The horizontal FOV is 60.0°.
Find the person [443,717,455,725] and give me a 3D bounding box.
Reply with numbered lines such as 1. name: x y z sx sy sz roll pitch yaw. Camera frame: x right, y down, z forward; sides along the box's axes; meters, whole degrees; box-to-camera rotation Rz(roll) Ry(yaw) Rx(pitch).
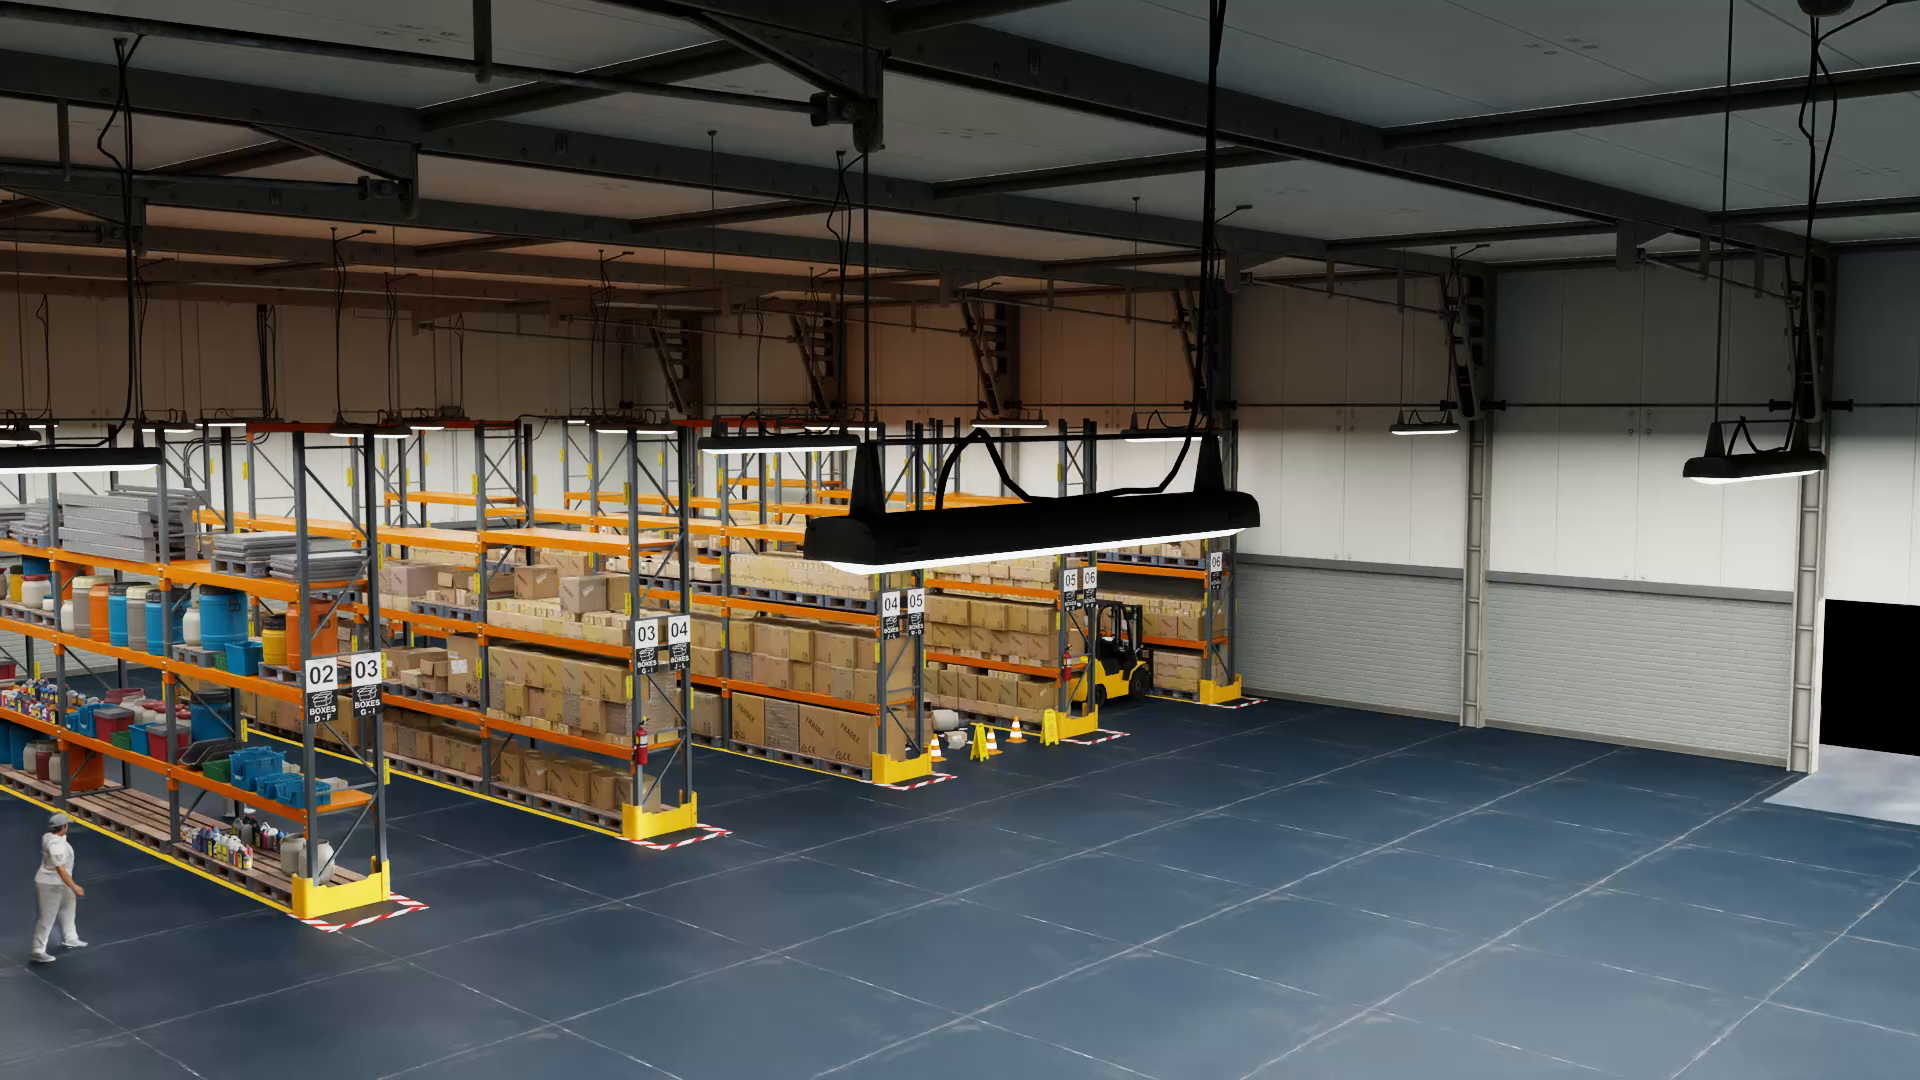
1. person: -9.664 2.929 31.632 0.438 1.659 0.659 -1 5 -9

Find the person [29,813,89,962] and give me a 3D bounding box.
1. person: -10.377 3.966 19.111 0.590 1.685 0.631 -2 5 -23

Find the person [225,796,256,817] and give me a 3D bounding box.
1. person: -11.124 3.420 25.549 0.490 1.685 0.524 -1 5 -16
